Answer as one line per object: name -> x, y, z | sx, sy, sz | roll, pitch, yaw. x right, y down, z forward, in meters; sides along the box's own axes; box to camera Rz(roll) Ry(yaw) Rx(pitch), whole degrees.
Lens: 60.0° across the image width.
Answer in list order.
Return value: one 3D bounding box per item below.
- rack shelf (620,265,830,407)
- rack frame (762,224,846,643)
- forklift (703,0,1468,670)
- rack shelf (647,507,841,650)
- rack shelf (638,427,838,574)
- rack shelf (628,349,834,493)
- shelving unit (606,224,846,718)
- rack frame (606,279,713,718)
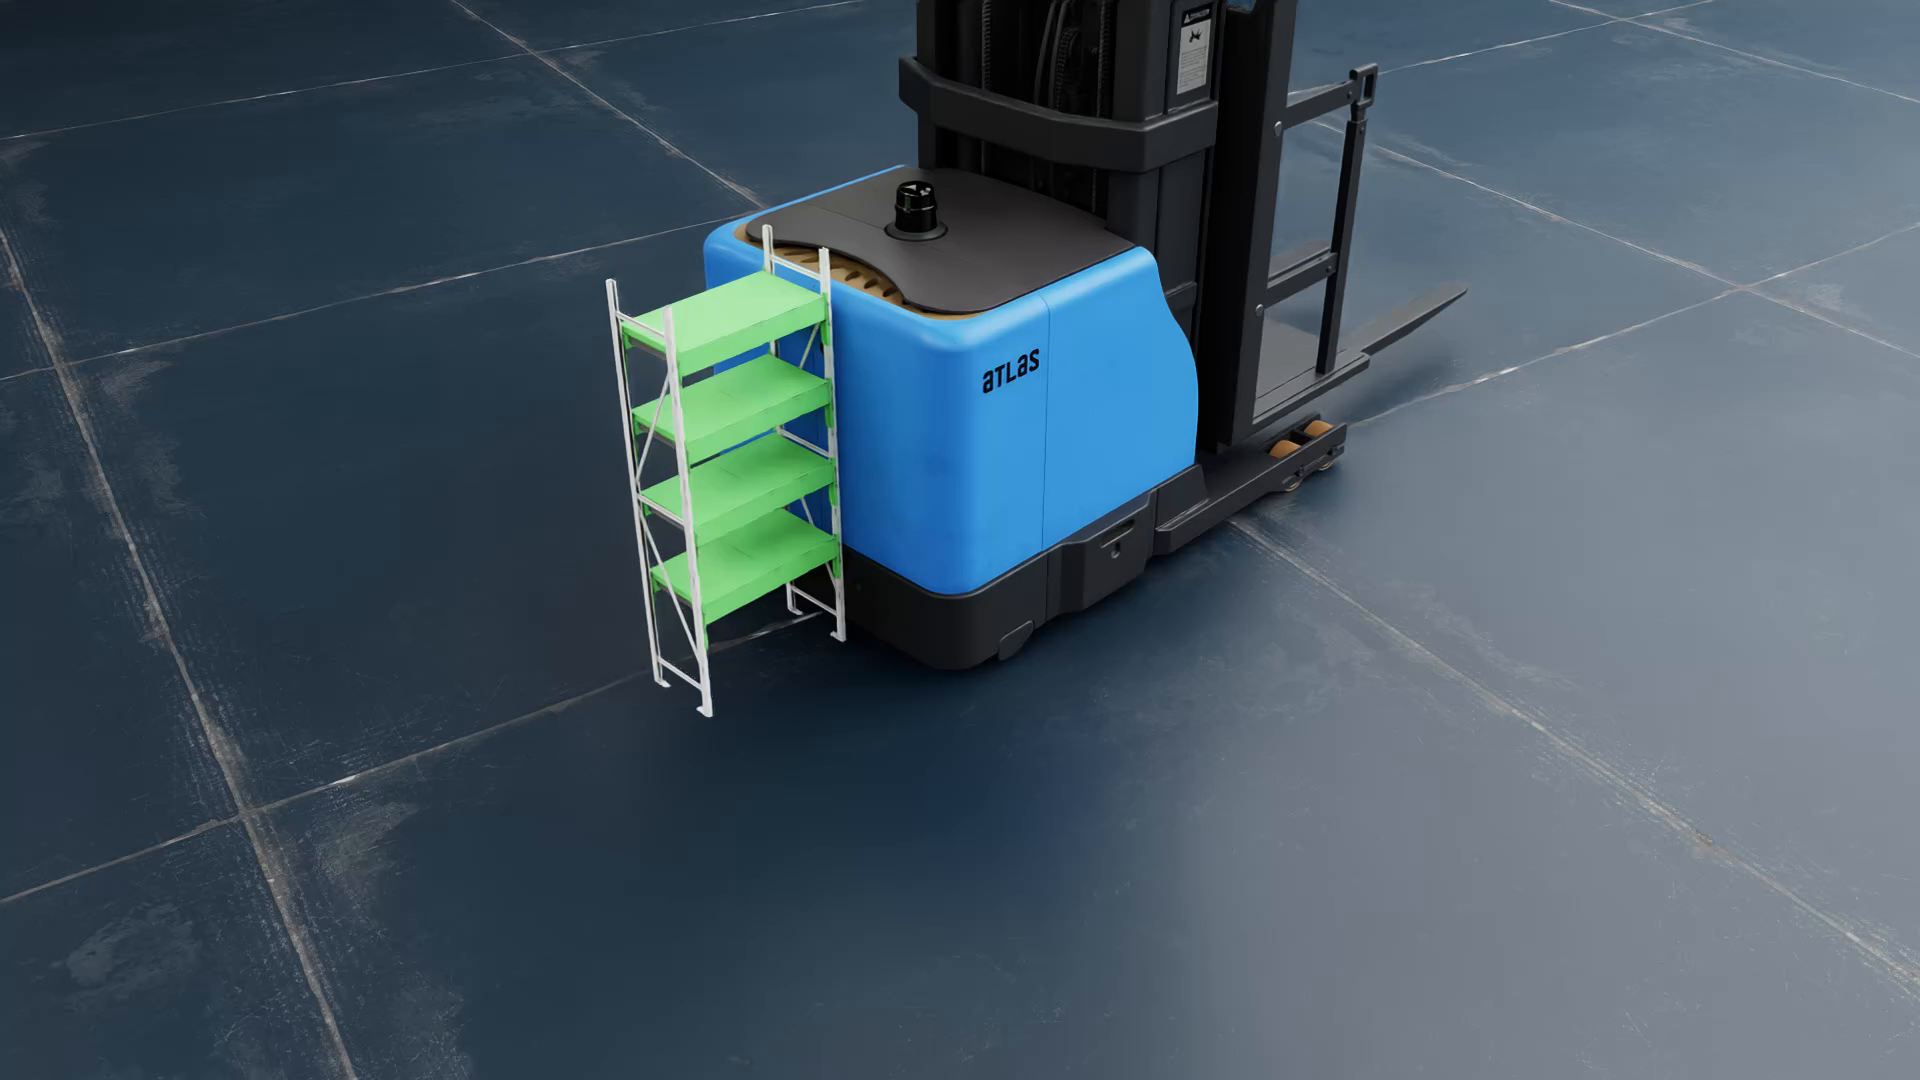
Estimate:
rack shelf -> -0.589, -0.519, 4.167 | 0.258, 0.148, 0.480 | 27, 41, 36
rack frame -> -0.419, -0.260, 4.538 | 0.240, 1.200, 0.015 | 27, 41, 36
forklift -> 0.658, -1.572, 4.995 | 1.130, 2.935, 3.031 | 27, 41, 36
rack shelf -> -0.589, 0.090, 4.552 | 0.258, 0.148, 0.480 | 27, 41, 36
rack shelf -> -0.589, -0.113, 4.424 | 0.258, 0.148, 0.480 | 27, 41, 36
rack shelf -> -0.589, -0.316, 4.296 | 0.258, 0.148, 0.480 | 27, 41, 36
shelving unit -> -0.589, -0.167, 4.389 | 0.258, 1.200, 0.503 | 27, 41, 36
rack frame -> -0.759, -0.073, 4.241 | 0.240, 1.200, 0.015 | 27, 41, 36
